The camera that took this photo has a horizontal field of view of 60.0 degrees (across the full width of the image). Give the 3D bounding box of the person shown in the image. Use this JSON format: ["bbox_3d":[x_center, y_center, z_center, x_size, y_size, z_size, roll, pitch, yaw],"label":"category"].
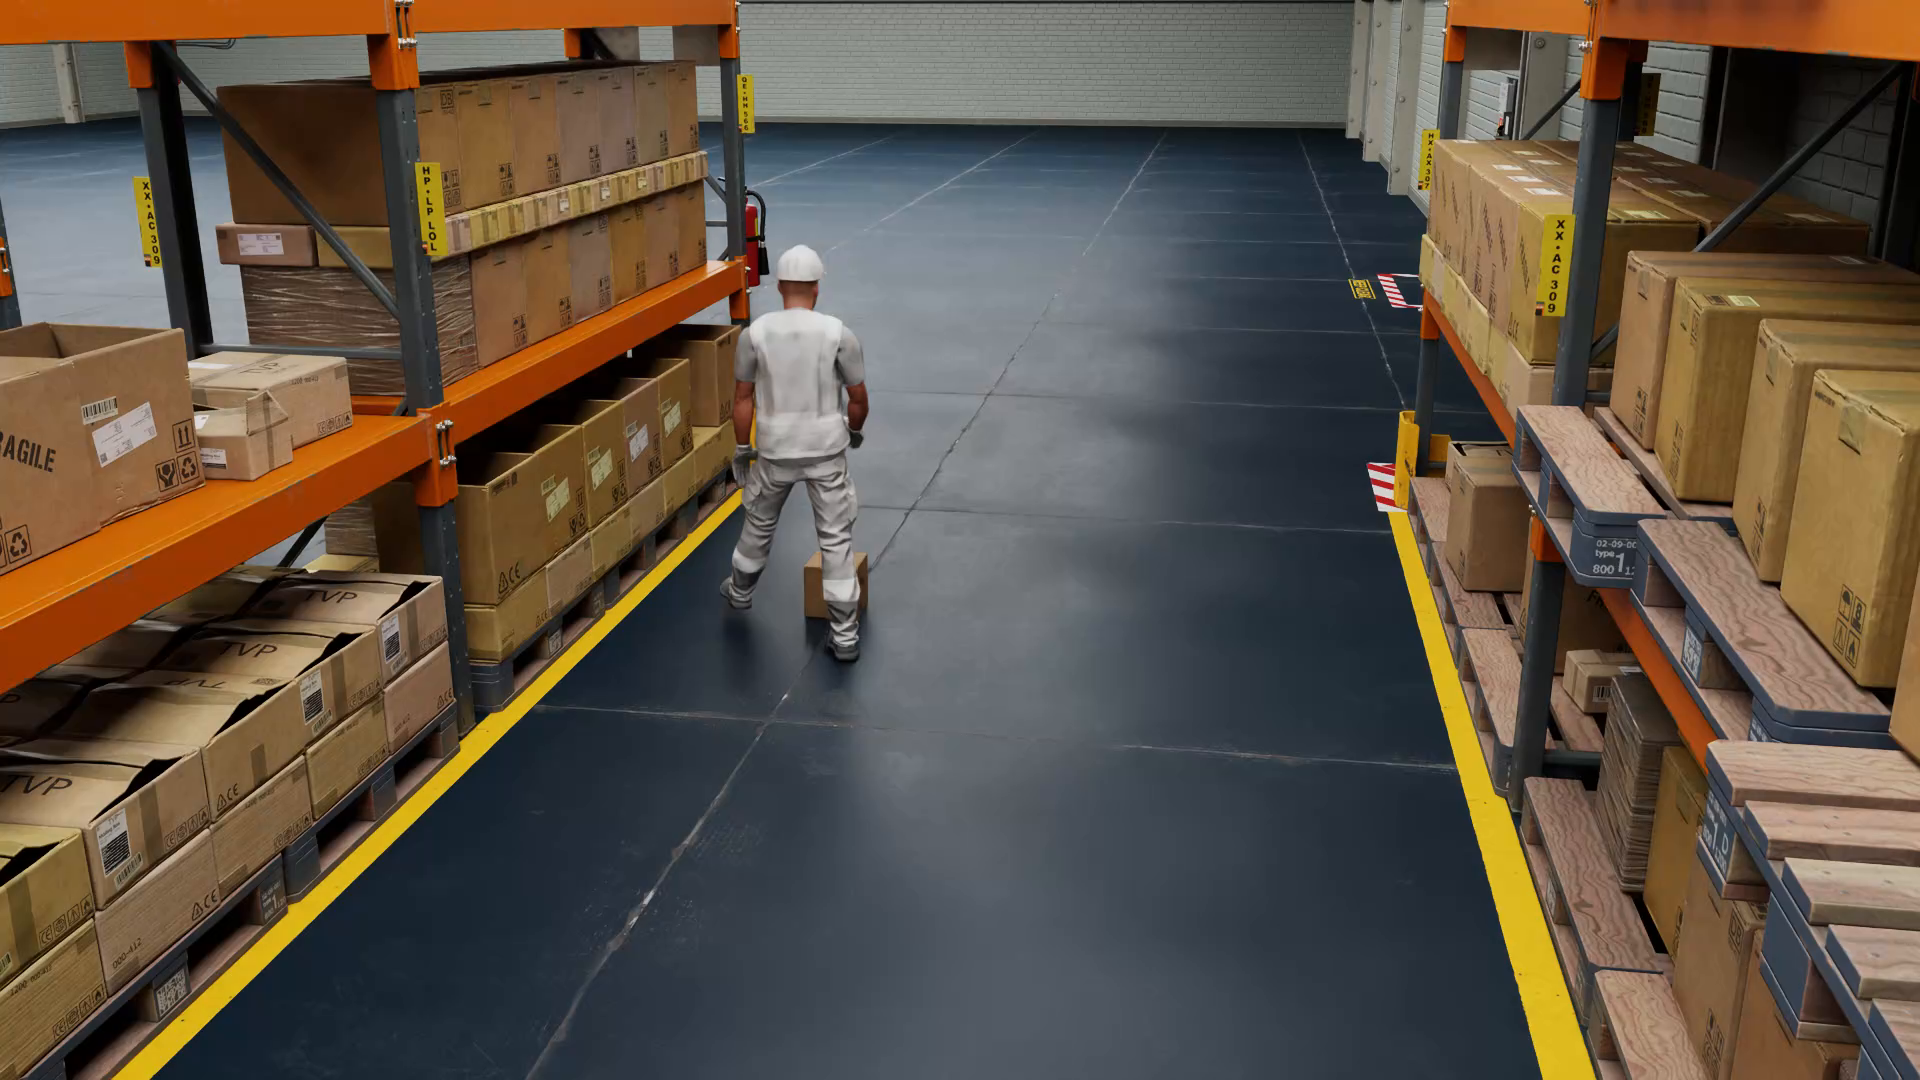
[{"bbox_3d":[-0.765,-0.430,7.345,0.750,1.767,0.772,0,18,1],"label":"person"}]
